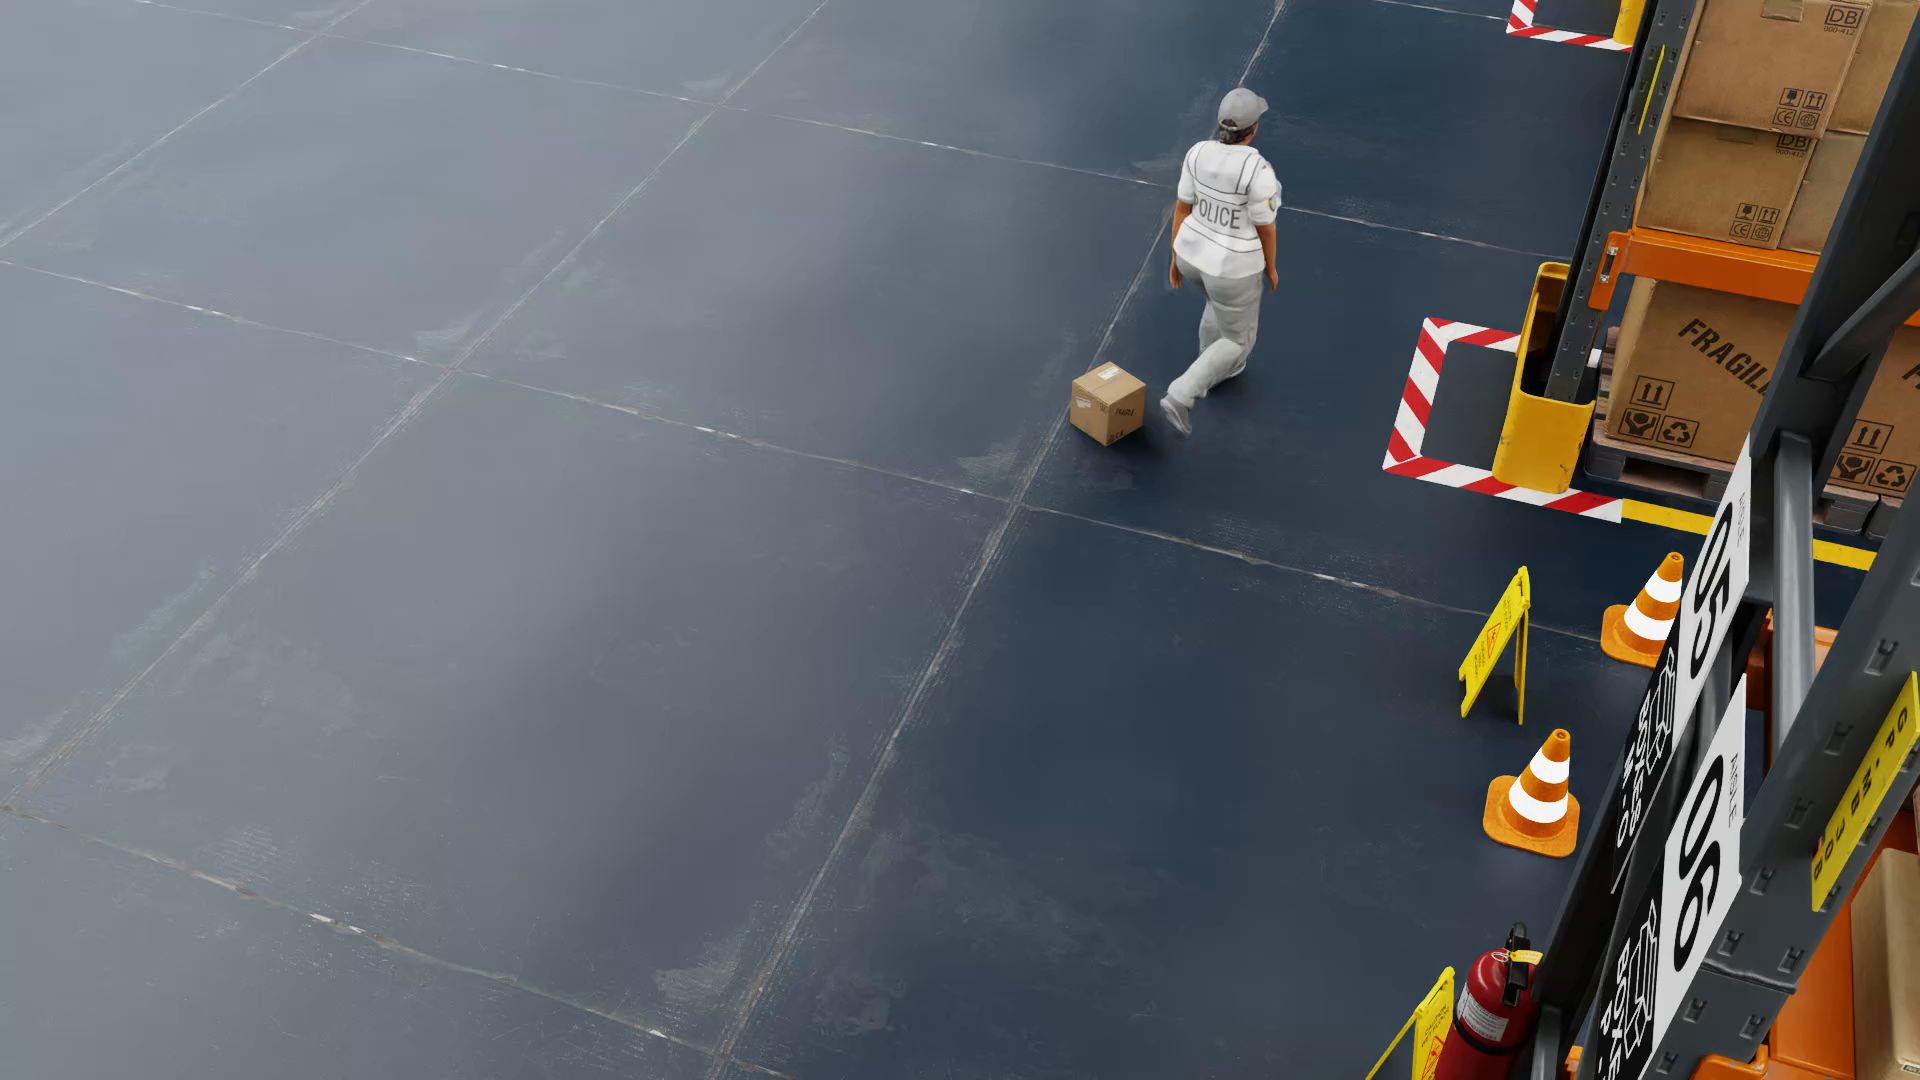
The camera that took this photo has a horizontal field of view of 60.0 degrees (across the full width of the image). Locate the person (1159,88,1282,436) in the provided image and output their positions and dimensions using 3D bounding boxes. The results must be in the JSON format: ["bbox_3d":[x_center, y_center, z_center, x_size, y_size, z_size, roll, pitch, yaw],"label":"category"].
[{"bbox_3d":[1.162,-1.262,7.553,0.849,1.622,0.481,-32,51,-31],"label":"person"}]
